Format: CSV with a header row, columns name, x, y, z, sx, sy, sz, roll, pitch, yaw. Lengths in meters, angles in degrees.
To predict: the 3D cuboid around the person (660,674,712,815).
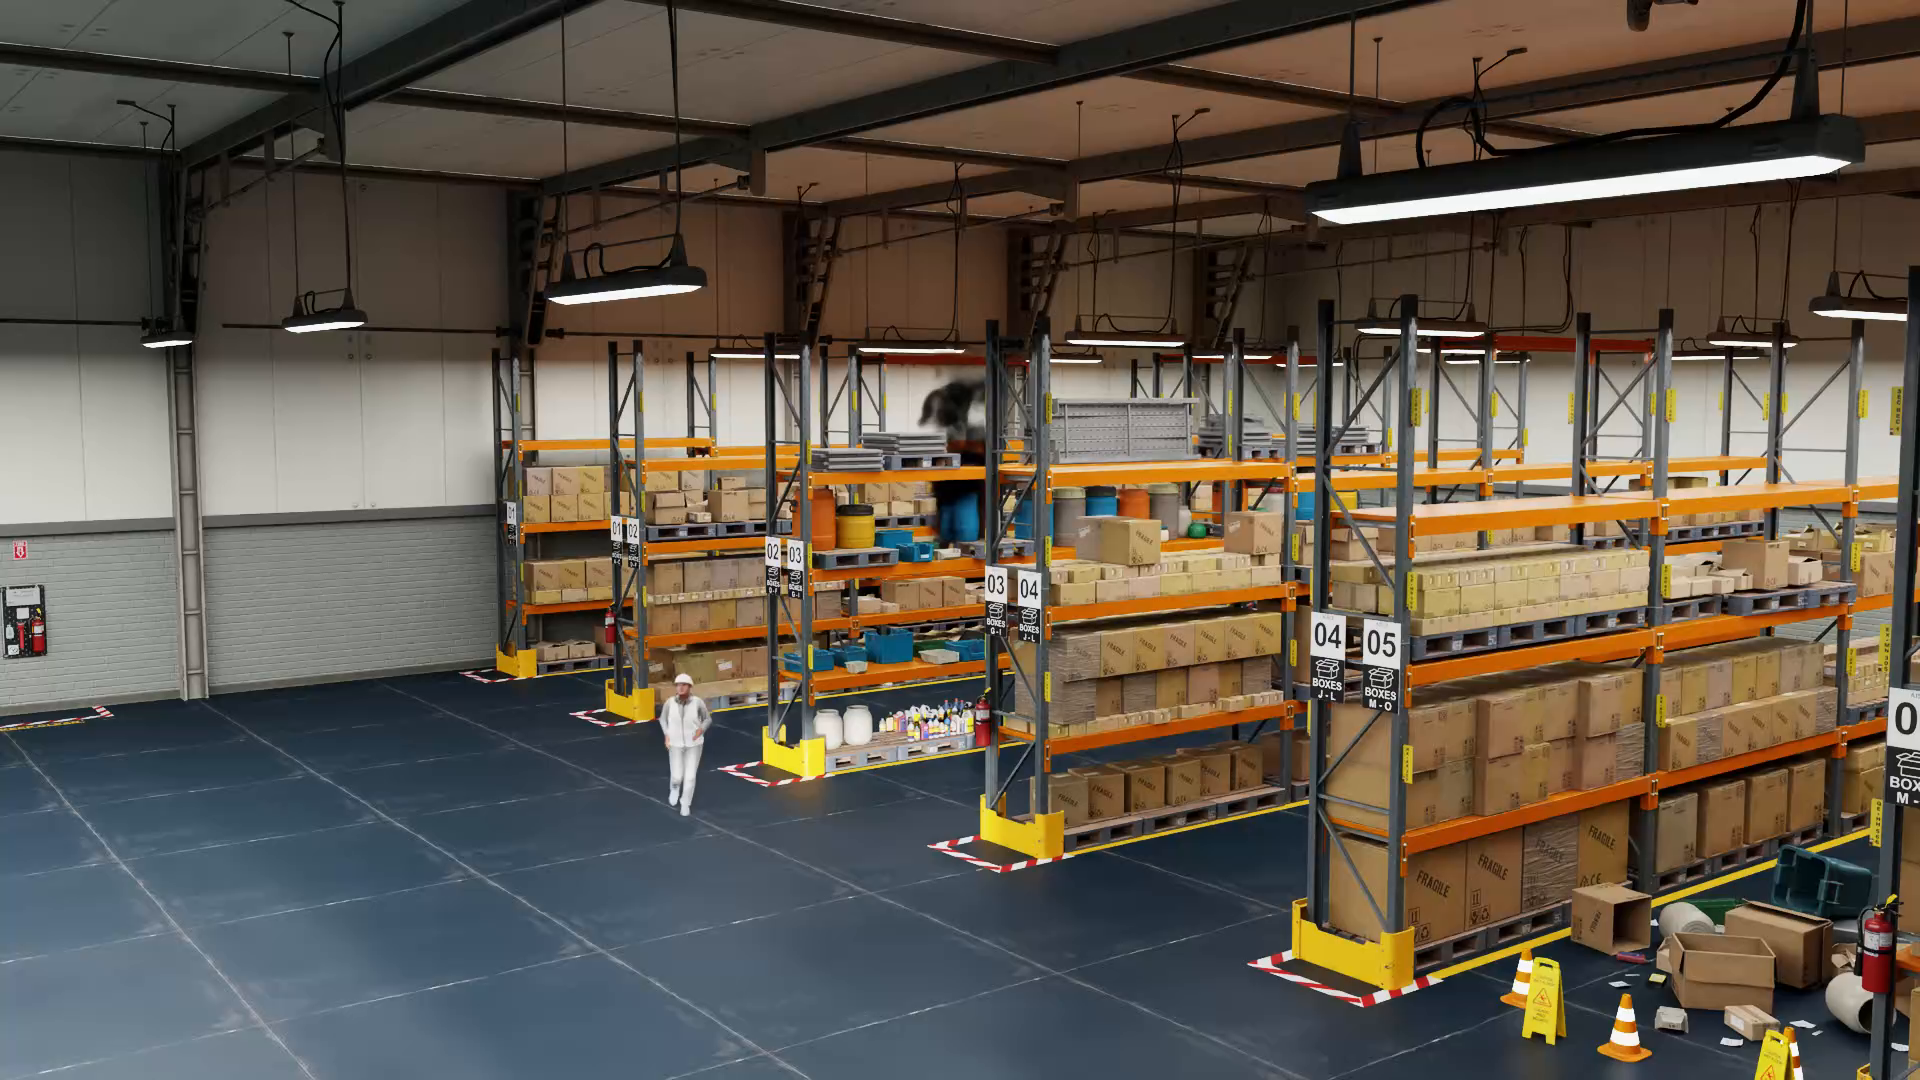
name,x,y,z,sx,sy,sz,roll,pitch,yaw
person,-3.372,2.510,20.445,0.652,1.744,0.610,0,5,-5
